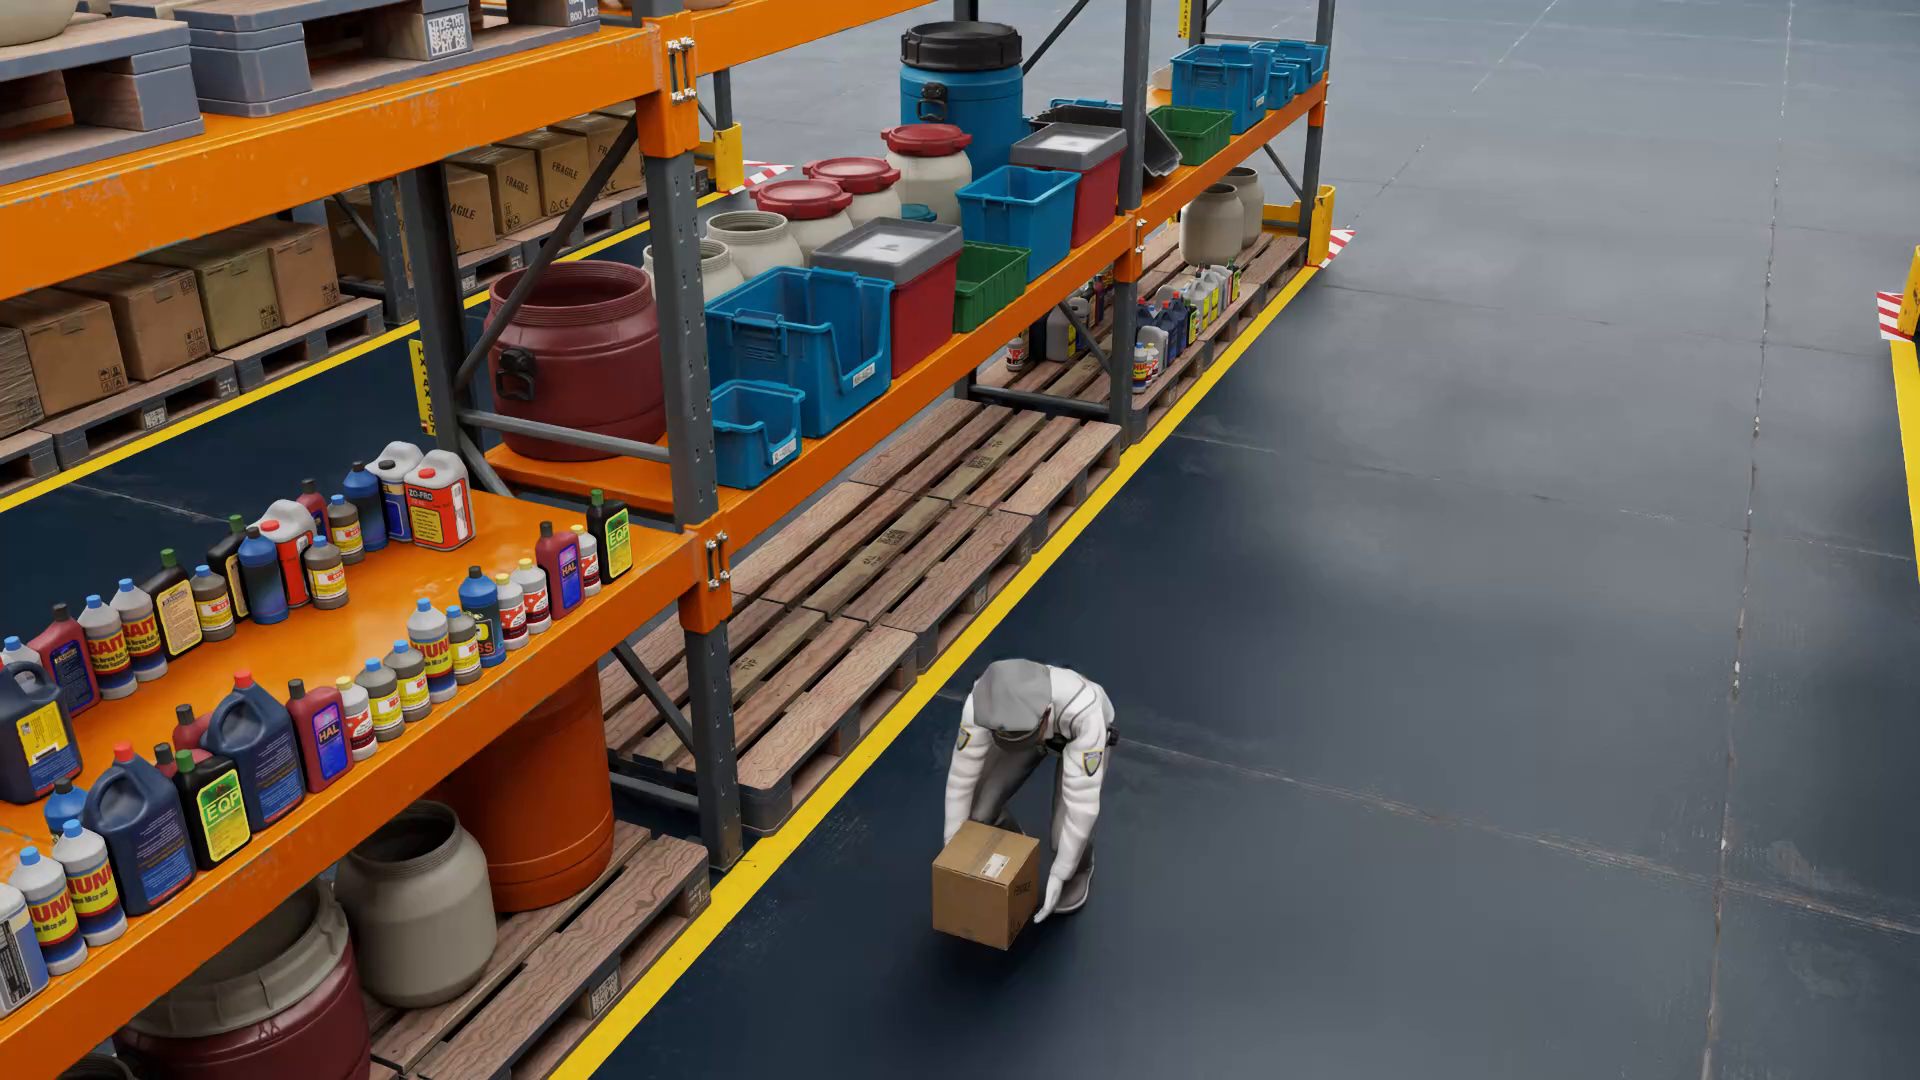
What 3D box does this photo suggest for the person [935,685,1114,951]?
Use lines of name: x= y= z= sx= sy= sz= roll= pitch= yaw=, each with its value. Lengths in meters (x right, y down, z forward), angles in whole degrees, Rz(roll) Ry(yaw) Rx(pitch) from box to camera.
person: x=0.224 y=0.793 z=5.321 sx=0.512 sy=0.961 sz=0.821 roll=11 pitch=29 yaw=22
